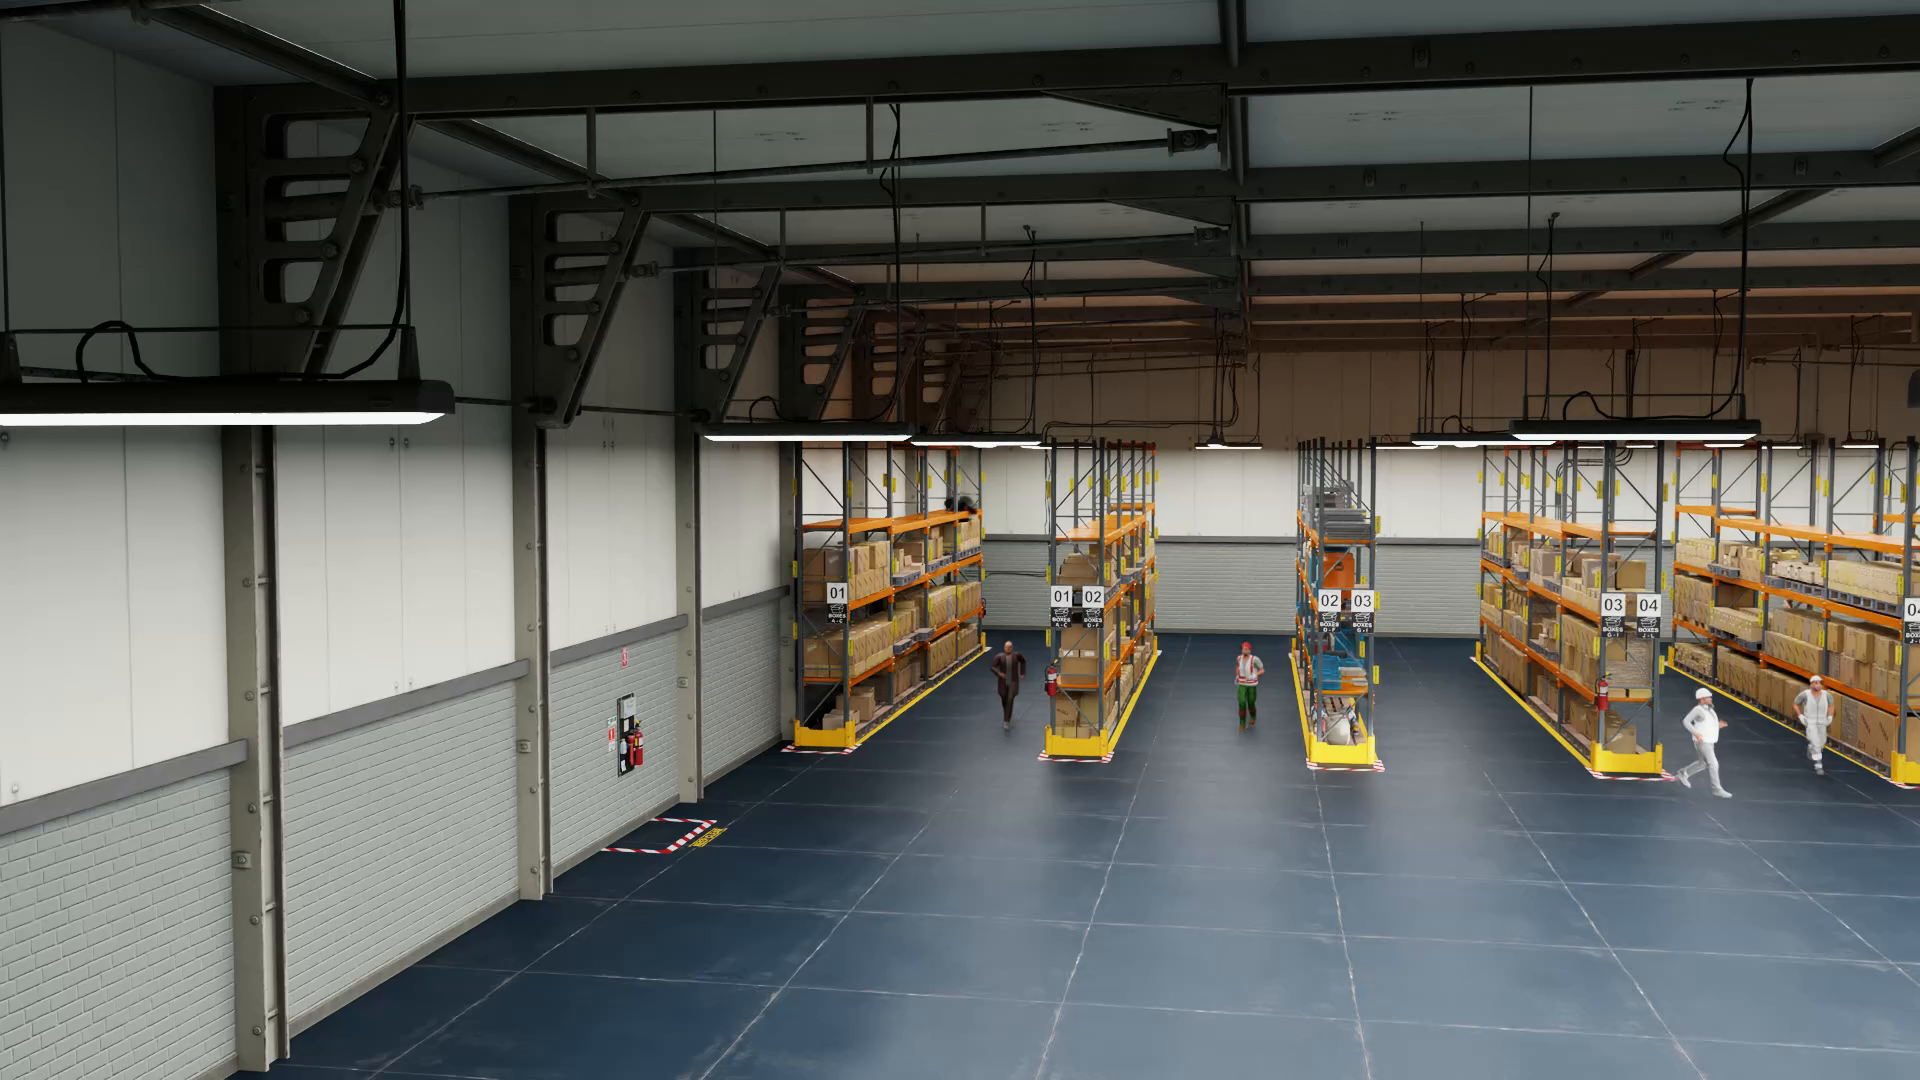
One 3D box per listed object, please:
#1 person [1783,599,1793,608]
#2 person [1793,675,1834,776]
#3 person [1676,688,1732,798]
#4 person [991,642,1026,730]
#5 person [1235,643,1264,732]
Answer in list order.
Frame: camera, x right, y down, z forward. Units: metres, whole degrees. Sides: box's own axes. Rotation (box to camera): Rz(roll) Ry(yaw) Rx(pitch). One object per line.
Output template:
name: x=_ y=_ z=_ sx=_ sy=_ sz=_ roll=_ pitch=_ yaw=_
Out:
person: x=22.701 y=2.445 z=45.680 sx=0.957 sy=1.667 sz=0.559 roll=0 pitch=3 yaw=-3
person: x=15.295 y=3.284 z=29.798 sx=0.682 sy=1.756 sz=0.876 roll=0 pitch=3 yaw=8
person: x=12.396 y=3.348 z=27.688 sx=0.658 sy=1.754 sz=0.971 roll=-3 pitch=4 yaw=-45
person: x=1.004 y=2.998 z=34.723 sx=0.733 sy=1.781 sz=1.103 roll=0 pitch=3 yaw=3
person: x=5.970 y=3.019 z=34.295 sx=0.638 sy=1.831 sz=0.834 roll=1 pitch=3 yaw=26
